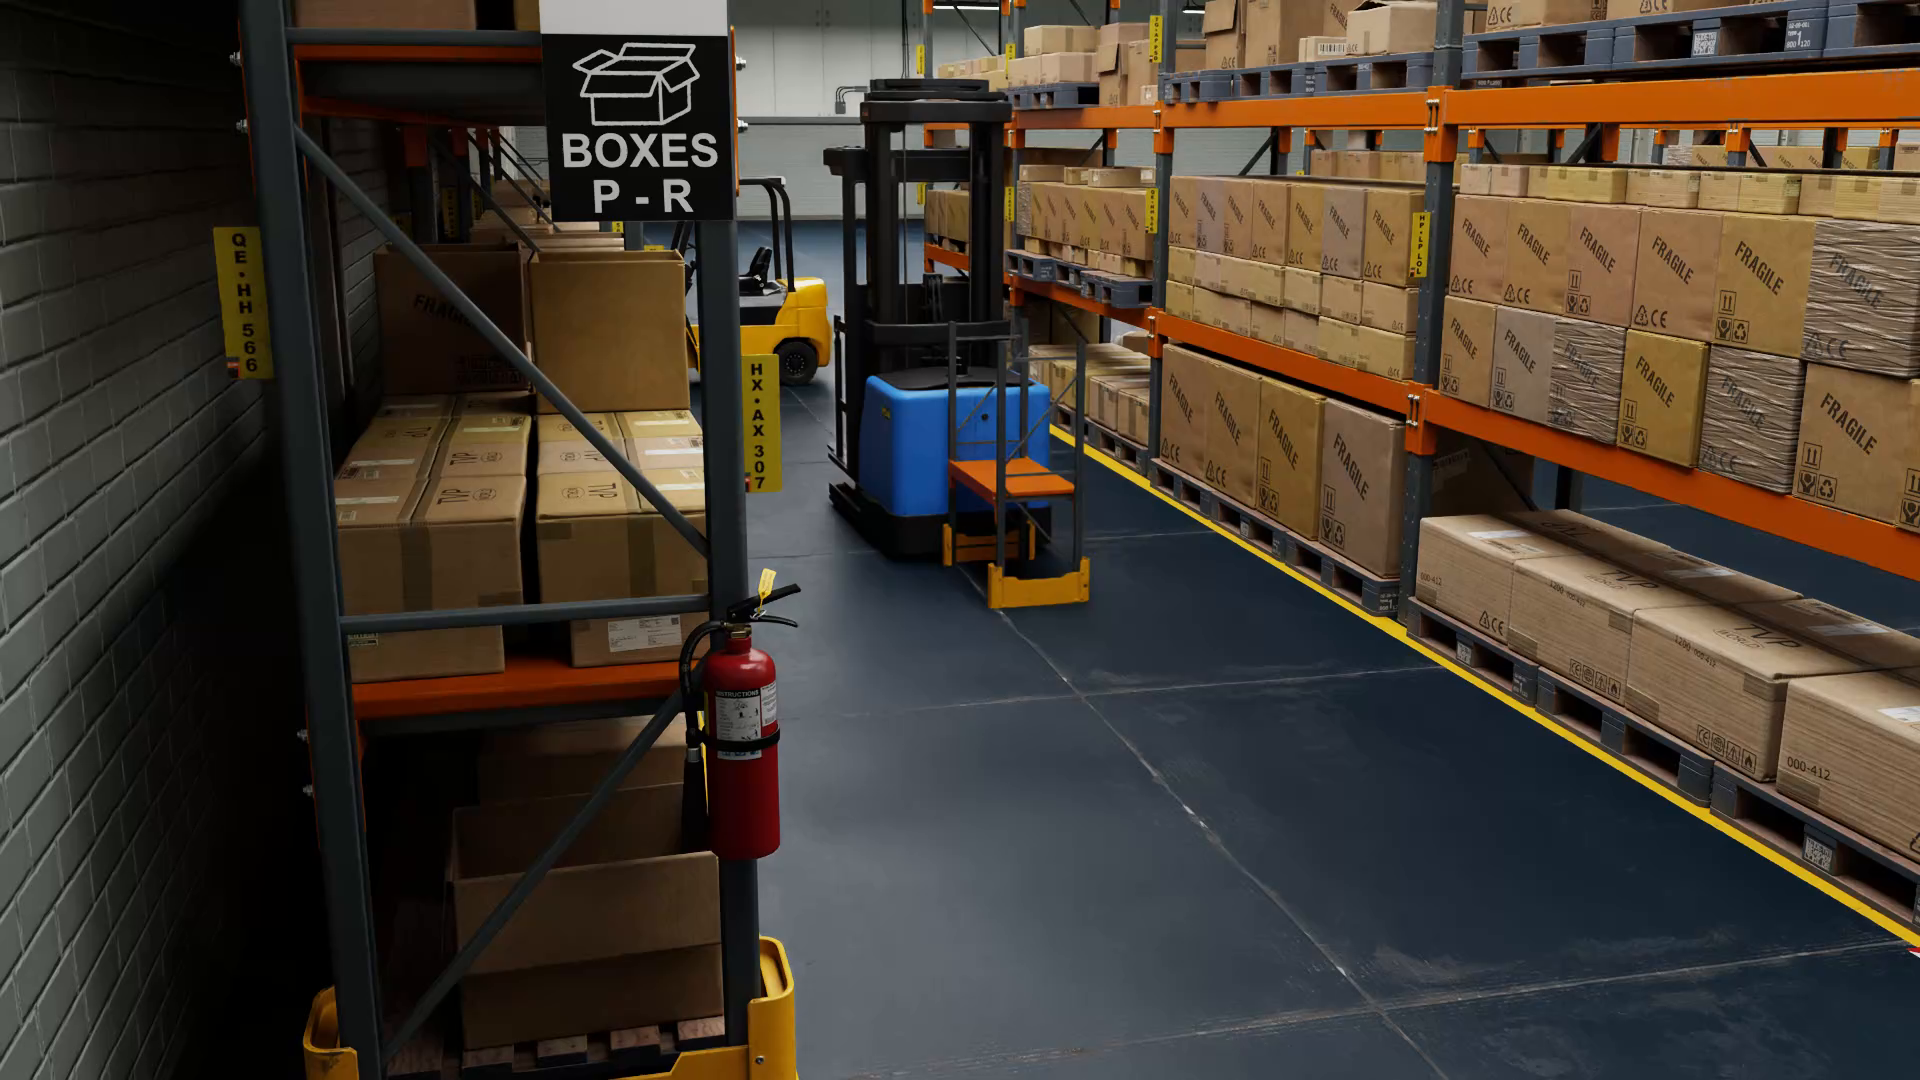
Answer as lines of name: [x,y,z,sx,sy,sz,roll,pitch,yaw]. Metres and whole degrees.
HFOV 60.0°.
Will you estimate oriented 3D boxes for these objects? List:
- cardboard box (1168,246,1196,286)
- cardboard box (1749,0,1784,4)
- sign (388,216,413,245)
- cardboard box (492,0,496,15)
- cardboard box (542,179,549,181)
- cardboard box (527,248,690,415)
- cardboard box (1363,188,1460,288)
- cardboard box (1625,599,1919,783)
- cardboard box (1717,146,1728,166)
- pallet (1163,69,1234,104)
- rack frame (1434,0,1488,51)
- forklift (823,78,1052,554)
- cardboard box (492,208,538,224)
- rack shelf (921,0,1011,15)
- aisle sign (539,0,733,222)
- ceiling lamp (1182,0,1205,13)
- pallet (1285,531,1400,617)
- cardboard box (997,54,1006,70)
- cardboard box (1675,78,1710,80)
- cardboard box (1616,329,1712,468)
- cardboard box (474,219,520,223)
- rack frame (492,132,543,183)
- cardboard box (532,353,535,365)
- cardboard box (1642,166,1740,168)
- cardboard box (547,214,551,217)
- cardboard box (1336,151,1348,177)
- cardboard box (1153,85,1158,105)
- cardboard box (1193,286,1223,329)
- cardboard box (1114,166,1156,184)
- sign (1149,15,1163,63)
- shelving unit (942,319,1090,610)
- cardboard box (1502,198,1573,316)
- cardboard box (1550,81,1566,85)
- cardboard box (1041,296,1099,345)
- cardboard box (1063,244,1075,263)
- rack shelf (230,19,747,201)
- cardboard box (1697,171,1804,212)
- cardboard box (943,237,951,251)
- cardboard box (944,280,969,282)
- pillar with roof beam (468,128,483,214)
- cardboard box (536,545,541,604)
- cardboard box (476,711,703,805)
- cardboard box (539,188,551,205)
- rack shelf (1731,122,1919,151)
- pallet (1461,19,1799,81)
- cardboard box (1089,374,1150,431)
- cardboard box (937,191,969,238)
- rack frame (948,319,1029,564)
cardboard box: [1.826,-1.983,11.987,0.500,0.250,0.500,-3,14,-14]
cardboard box: [3.498,-2.330,6.517,0.500,0.500,0.500,-3,14,-12]
sign: [-2.476,-1.274,7.383,0.100,0.325,0.005,-3,14,-13]
cardboard box: [-1.612,-1.671,4.814,0.500,0.250,0.500,-4,14,-14]
cardboard box: [-4.467,-3.949,18.567,0.380,0.149,0.250,-3,14,-13]
cardboard box: [-1.195,-0.722,5.673,0.500,0.500,0.500,-3,14,-12]
cardboard box: [2.537,-1.644,9.020,0.500,0.500,0.500,-3,14,-11]
cardboard box: [3.351,0.585,6.726,0.875,0.438,0.875,-3,14,-12]
cardboard box: [9.795,-4.647,20.685,0.500,0.500,0.500,-3,14,-13]
pallet: [2.150,-3.164,11.634,1.213,0.211,1.003,-3,14,-11]
rack frame: [2.886,-3.935,8.074,1.000,3.000,0.127,-3,14,-13]
forklift: [-0.308,-1.640,11.465,1.130,2.935,3.031,-4,14,-15]
cardboard box: [-3.942,-2.860,14.735,0.380,0.149,0.250,-4,14,-14]
rack shelf: [0.538,-5.891,17.603,1.077,0.370,4.000,-3,14,-13]
aisle sign: [-0.697,-1.084,3.567,0.394,0.787,0.004,-3,14,-13]
ceiling lamp: [7.056,-16.150,45.773,2.000,3.185,0.800,-3,14,-13]
pallet: [2.632,0.160,9.829,1.003,0.211,1.213,-3,14,-13]
cardboard box: [0.585,-4.706,16.397,0.380,0.149,0.250,-4,14,-15]
cardboard box: [6.661,-4.175,14.595,0.500,0.250,0.500,-3,14,-12]
cardboard box: [3.088,-0.597,6.838,0.500,0.500,0.500,-3,14,-12]
cardboard box: [-3.573,-2.381,12.776,0.380,0.149,0.250,-4,14,-14]
rack frame: [-4.756,-3.512,18.981,1.000,3.000,0.127,-3,14,-13]
cardboard box: [-1.581,-0.711,7.208,0.500,0.250,0.500,-3,14,-12]
cardboard box: [3.351,-1.635,7.614,0.380,0.149,0.250,-3,14,-14]
cardboard box: [-3.191,-2.593,13.644,0.380,0.149,0.250,-3,14,-13]
cardboard box: [5.124,-4.477,20.339,0.875,0.550,0.550,-3,14,-13]
cardboard box: [1.669,-3.340,12.487,0.380,0.149,0.250,-3,14,-13]
cardboard box: [1.955,-1.627,11.581,0.500,0.250,0.500,-4,14,-15]
cardboard box: [1.597,-3.265,14.881,0.380,0.149,0.250,-4,14,-16]
sign: [1.419,-3.622,12.024,0.100,0.325,0.005,-3,14,-13]
shelving unit: [0.313,-0.478,9.722,0.587,1.500,1.083,-4,14,-15]
cardboard box: [2.875,-1.315,7.672,0.500,0.500,0.500,-3,14,-14]
cardboard box: [5.798,-4.500,16.141,0.250,0.149,0.380,-3,14,-13]
cardboard box: [1.132,-2.250,17.146,0.500,0.500,0.500,-3,14,-11]
cardboard box: [1.109,-2.501,14.489,0.380,0.149,0.250,-3,14,-11]
rack shelf: [-1.468,-1.390,5.491,1.077,0.370,4.000,-3,14,-13]
cardboard box: [3.151,-1.372,6.539,0.380,0.149,0.250,-3,14,-11]
cardboard box: [0.018,-3.393,19.025,0.380,0.149,0.250,-3,14,-12]
cardboard box: [0.122,-2.695,18.965,0.500,0.500,0.500,-4,14,-15]
pillar with roof beam: [-2.693,-7.839,24.054,9.100,9.000,0.400,-3,14,-13]
cardboard box: [-1.009,0.095,4.746,0.380,0.149,0.250,-3,14,-14]
cardboard box: [-1.213,0.844,5.535,0.700,0.500,0.500,-3,14,-11]
cardboard box: [-3.769,-3.242,15.671,0.380,0.149,0.250,-3,14,-12]
rack shelf: [7.205,-2.889,11.629,1.077,0.370,4.000,-3,14,-13]
pallet: [3.068,-2.246,7.666,1.003,0.211,1.213,-3,14,-13]
cardboard box: [1.643,-1.172,14.056,0.950,0.372,0.625,-4,14,-14]
cardboard box: [0.035,-3.738,19.071,0.500,0.500,0.500,-3,14,-11]
rack frame: [0.174,-0.596,10.207,0.500,1.500,0.032,-4,14,-15]
